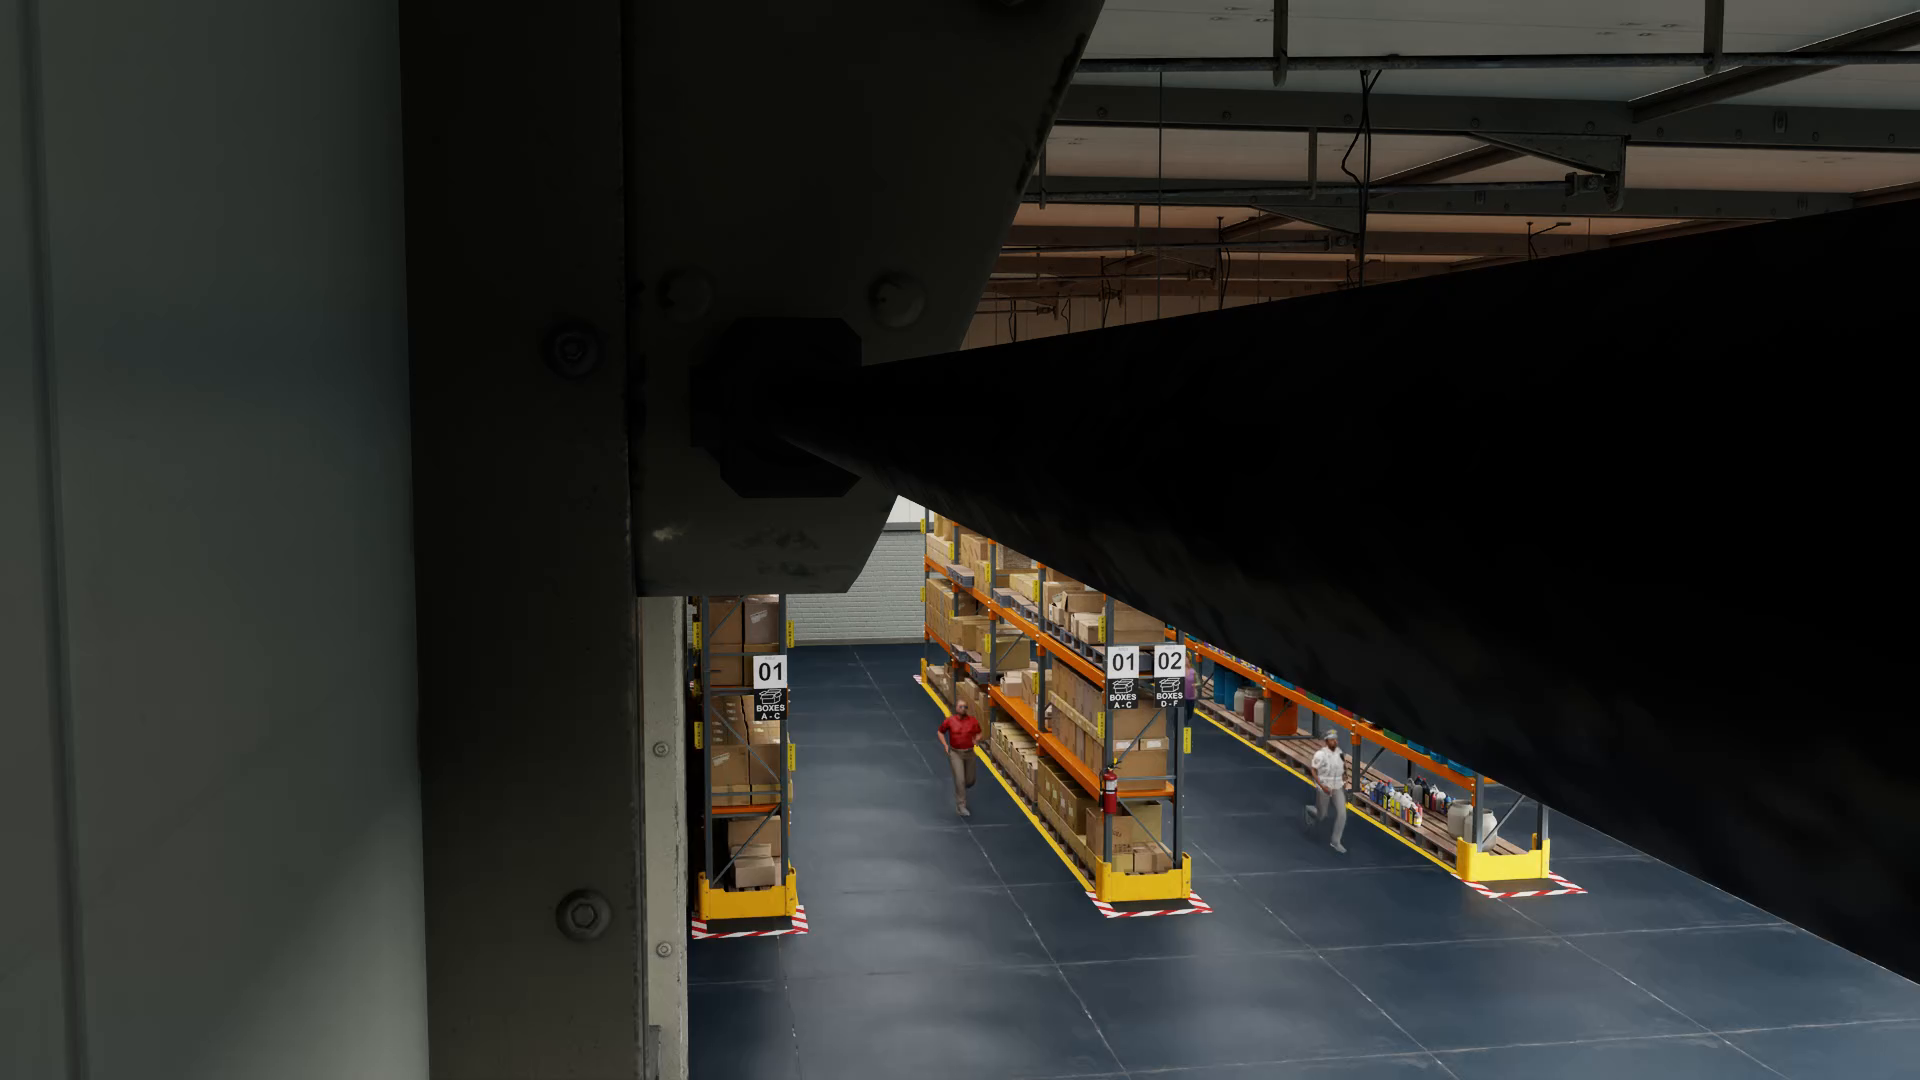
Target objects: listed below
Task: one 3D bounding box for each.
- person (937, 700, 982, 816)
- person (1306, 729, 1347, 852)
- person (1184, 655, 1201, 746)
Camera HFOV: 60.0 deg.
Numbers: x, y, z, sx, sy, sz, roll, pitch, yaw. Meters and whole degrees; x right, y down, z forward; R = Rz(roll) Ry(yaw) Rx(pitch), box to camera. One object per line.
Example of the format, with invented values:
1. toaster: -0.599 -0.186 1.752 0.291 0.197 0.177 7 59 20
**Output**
1. person: 0.021 3.265 25.190 0.676 1.694 0.865 -1 5 -16
2. person: 5.174 3.473 23.338 0.568 1.683 0.870 -1 5 -16
3. person: 4.075 2.873 30.077 0.537 1.577 0.893 -1 5 -11
